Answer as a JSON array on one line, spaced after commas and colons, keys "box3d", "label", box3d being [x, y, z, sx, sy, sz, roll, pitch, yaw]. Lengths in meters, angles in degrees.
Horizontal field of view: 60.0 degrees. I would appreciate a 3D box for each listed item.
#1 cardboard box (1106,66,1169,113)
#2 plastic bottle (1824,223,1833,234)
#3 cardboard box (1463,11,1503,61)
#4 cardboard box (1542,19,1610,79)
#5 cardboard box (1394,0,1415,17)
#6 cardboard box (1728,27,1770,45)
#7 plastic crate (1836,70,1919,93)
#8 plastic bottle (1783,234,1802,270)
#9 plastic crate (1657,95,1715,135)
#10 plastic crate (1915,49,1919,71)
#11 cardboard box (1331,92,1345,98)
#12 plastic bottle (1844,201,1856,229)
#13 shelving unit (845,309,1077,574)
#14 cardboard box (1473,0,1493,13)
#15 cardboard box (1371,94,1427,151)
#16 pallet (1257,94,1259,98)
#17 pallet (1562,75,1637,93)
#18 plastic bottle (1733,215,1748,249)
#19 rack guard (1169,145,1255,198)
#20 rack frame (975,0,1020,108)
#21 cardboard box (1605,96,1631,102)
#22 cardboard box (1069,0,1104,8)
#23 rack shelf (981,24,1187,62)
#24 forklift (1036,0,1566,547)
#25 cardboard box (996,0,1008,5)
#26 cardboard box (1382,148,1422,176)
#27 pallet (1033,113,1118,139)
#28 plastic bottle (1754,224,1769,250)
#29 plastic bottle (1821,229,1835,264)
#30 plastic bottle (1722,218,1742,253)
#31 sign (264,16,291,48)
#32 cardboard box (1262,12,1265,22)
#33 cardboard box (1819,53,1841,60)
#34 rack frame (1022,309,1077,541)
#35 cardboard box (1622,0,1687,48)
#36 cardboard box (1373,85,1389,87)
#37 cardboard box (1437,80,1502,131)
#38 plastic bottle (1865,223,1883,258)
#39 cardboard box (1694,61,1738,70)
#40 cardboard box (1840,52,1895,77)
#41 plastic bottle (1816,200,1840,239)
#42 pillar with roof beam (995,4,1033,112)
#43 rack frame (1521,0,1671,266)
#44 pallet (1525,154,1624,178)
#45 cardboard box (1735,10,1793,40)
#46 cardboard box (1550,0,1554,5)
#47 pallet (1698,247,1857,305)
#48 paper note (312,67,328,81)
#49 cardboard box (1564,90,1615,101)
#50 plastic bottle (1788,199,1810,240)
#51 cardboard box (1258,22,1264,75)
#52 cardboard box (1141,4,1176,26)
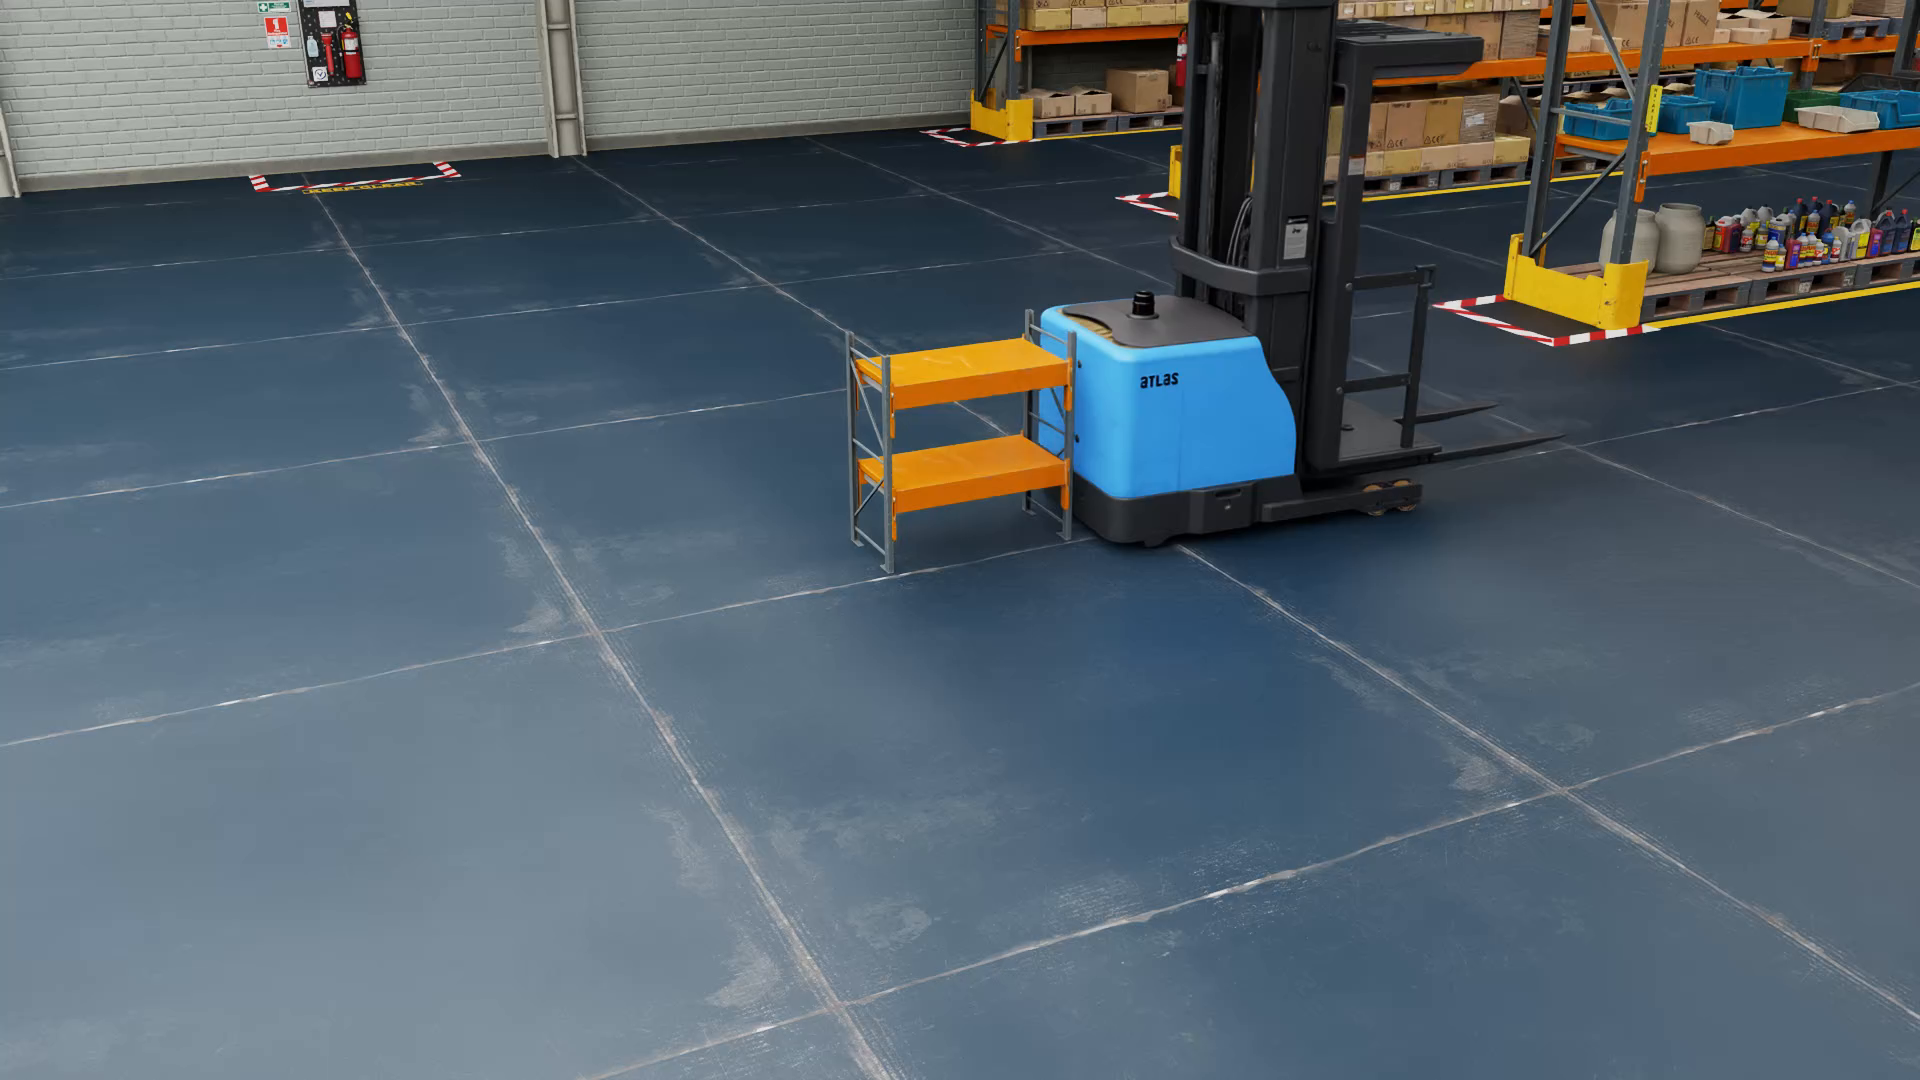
[{"box3d": [2.317, -5.911, 21.802, 0.500, 0.500, 0.700, -12, 25, -27], "label": "cardboard box"}, {"box3d": [7.245, -2.497, 13.837, 0.133, 0.283, 0.061, -10, 25, -24], "label": "plastic bottle"}, {"box3d": [5.345, -5.418, 17.786, 0.500, 0.500, 0.700, -11, 25, -24], "label": "cardboard box"}, {"box3d": [9.179, -7.328, 24.792, 0.750, 0.750, 0.750, -11, 25, -24], "label": "cardboard box"}, {"box3d": [4.443, -5.465, 17.052, 0.250, 0.149, 0.380, -10, 25, -23], "label": "cardboard box"}, {"box3d": [9.128, -5.840, 19.265, 0.250, 0.149, 0.380, -10, 25, -24], "label": "cardboard box"}, {"box3d": [7.833, -3.758, 13.987, 0.504, 0.338, 0.767, -10, 25, -24], "label": "plastic crate"}, {"box3d": [6.736, -2.339, 13.454, 0.133, 0.283, 0.061, -10, 25, -23], "label": "plastic bottle"}, {"box3d": [5.664, -3.389, 13.210, 0.408, 0.251, 0.499, -10, 25, -24], "label": "plastic crate"}, {"box3d": [8.663, -4.045, 14.516, 0.583, 0.464, 0.402, -10, 25, -24], "label": "plastic crate"}, {"box3d": [3.859, -4.506, 17.780, 0.500, 0.500, 0.500, -10, 25, -24], "label": "cardboard box"}, {"box3d": [7.882, -2.870, 14.754, 0.097, 0.271, 0.097, 0, 22, 0], "label": "plastic bottle"}, {"box3d": [0.006, -0.521, 8.538, 1.048, 1.125, 0.538, -10, 25, -24], "label": "shelving unit"}, {"box3d": [5.368, -5.636, 17.464, 0.250, 0.149, 0.380, -10, 25, -24], "label": "cardboard box"}, {"box3d": [4.543, -4.404, 17.533, 0.500, 0.500, 0.500, -10, 25, -24], "label": "cardboard box"}, {"box3d": [4.764, -6.085, 23.174, 1.213, 0.211, 1.003, -10, 25, -24], "label": "pallet"}, {"box3d": [9.508, -6.924, 25.202, 1.213, 0.211, 1.003, -10, 25, -24], "label": "pallet"}, {"box3d": [6.584, -2.622, 14.148, 0.135, 0.276, 0.152, -11, 25, -25], "label": "plastic bottle"}, {"box3d": [2.589, -3.715, 17.070, 0.348, 0.500, 1.175, -10, 25, -24], "label": "rack guard"}, {"box3d": [0.458, -6.580, 20.725, 0.127, 3.000, 1.000, -10, 25, -24], "label": "rack frame"}, {"box3d": [7.614, -4.870, 18.906, 0.500, 0.311, 0.500, -11, 25, -25], "label": "cardboard box"}, {"box3d": [1.469, -6.921, 20.737, 0.500, 0.500, 0.500, -10, 25, -23], "label": "cardboard box"}, {"box3d": [2.261, -6.580, 21.664, 4.000, 0.370, 1.077, -10, 25, -24], "label": "rack shelf"}, {"box3d": [1.991, -1.662, 8.932, 3.031, 2.935, 1.130, -9, 24, -20], "label": "forklift"}, {"box3d": [0.791, -7.018, 20.972, 0.500, 0.500, 0.500, -11, 25, -24], "label": "cardboard box"}, {"box3d": [4.542, -4.058, 17.677, 0.500, 0.250, 0.500, -10, 25, -24], "label": "cardboard box"}, {"box3d": [1.274, -5.427, 21.584, 1.213, 0.211, 1.003, -10, 25, -24], "label": "pallet"}, {"box3d": [6.823, -2.582, 14.149, 0.097, 0.201, 0.097, 0, 22, 0], "label": "plastic bottle"}, {"box3d": [7.106, -2.409, 13.640, 0.097, 0.271, 0.097, 0, 22, 0], "label": "plastic bottle"}, {"box3d": [6.506, -2.566, 14.003, 0.133, 0.283, 0.061, -10, 25, -24], "label": "plastic bottle"}, {"box3d": [-7.478, -5.563, 18.220, 0.234, 0.329, 0.001, -10, 25, -24], "label": "sign"}, {"box3d": [3.057, -5.210, 16.437, 0.250, 0.149, 0.380, -11, 25, -24], "label": "cardboard box"}, {"box3d": [13.837, -8.040, 26.970, 0.500, 0.500, 0.700, -11, 25, -24], "label": "cardboard box"}, {"box3d": [0.464, -0.605, 8.741, 0.032, 1.125, 0.500, -10, 25, -24], "label": "rack frame"}, {"box3d": [7.840, -5.876, 18.892, 0.500, 0.500, 0.500, -10, 25, -24], "label": "cardboard box"}, {"box3d": [5.640, -6.594, 23.450, 0.500, 0.500, 0.700, -10, 25, -23], "label": "cardboard box"}, {"box3d": [5.661, -4.838, 18.582, 0.500, 0.500, 0.500, -10, 25, -24], "label": "cardboard box"}, {"box3d": [7.602, -2.498, 13.840, 0.133, 0.283, 0.061, -9, 24, -20], "label": "plastic bottle"}, {"box3d": [11.989, -7.699, 26.145, 0.500, 0.500, 0.700, -10, 25, -23], "label": "cardboard box"}, {"box3d": [11.529, -6.013, 21.068, 0.500, 0.250, 0.500, -11, 25, -25], "label": "cardboard box"}, {"box3d": [7.515, -2.768, 14.404, 0.185, 0.351, 0.144, -10, 25, -24], "label": "plastic bottle"}, {"box3d": [2.581, -8.283, 16.994, 0.400, 9.000, 9.100, -10, 25, -24], "label": "pillar with roof beam"}, {"box3d": [4.755, -3.166, 12.476, 0.127, 3.000, 1.000, -10, 25, -24], "label": "rack frame"}, {"box3d": [6.861, -4.384, 19.066, 1.213, 0.211, 1.003, -10, 25, -24], "label": "pallet"}, {"box3d": [9.472, -6.114, 19.715, 0.500, 0.311, 0.500, -9, 24, -20], "label": "cardboard box"}, {"box3d": [8.571, -7.829, 24.043, 0.250, 0.149, 0.380, -10, 24, -22], "label": "cardboard box"}, {"box3d": [6.635, -2.240, 13.886, 1.213, 0.211, 1.003, -10, 25, -24], "label": "pallet"}, {"box3d": [-7.125, -5.190, 18.517, 0.142, 0.148, 0.016, -10, 25, -24], "label": "paper note"}, {"box3d": [7.372, -5.056, 19.356, 0.500, 0.311, 0.500, -11, 25, -24], "label": "cardboard box"}, {"box3d": [7.282, -2.787, 14.448, 0.185, 0.351, 0.144, -12, 25, -26], "label": "plastic bottle"}, {"box3d": [3.036, -4.993, 16.759, 0.500, 0.500, 0.700, -10, 25, -24], "label": "cardboard box"}, {"box3d": [2.416, -6.748, 21.300, 0.500, 0.250, 0.500, -10, 25, -23], "label": "cardboard box"}]
